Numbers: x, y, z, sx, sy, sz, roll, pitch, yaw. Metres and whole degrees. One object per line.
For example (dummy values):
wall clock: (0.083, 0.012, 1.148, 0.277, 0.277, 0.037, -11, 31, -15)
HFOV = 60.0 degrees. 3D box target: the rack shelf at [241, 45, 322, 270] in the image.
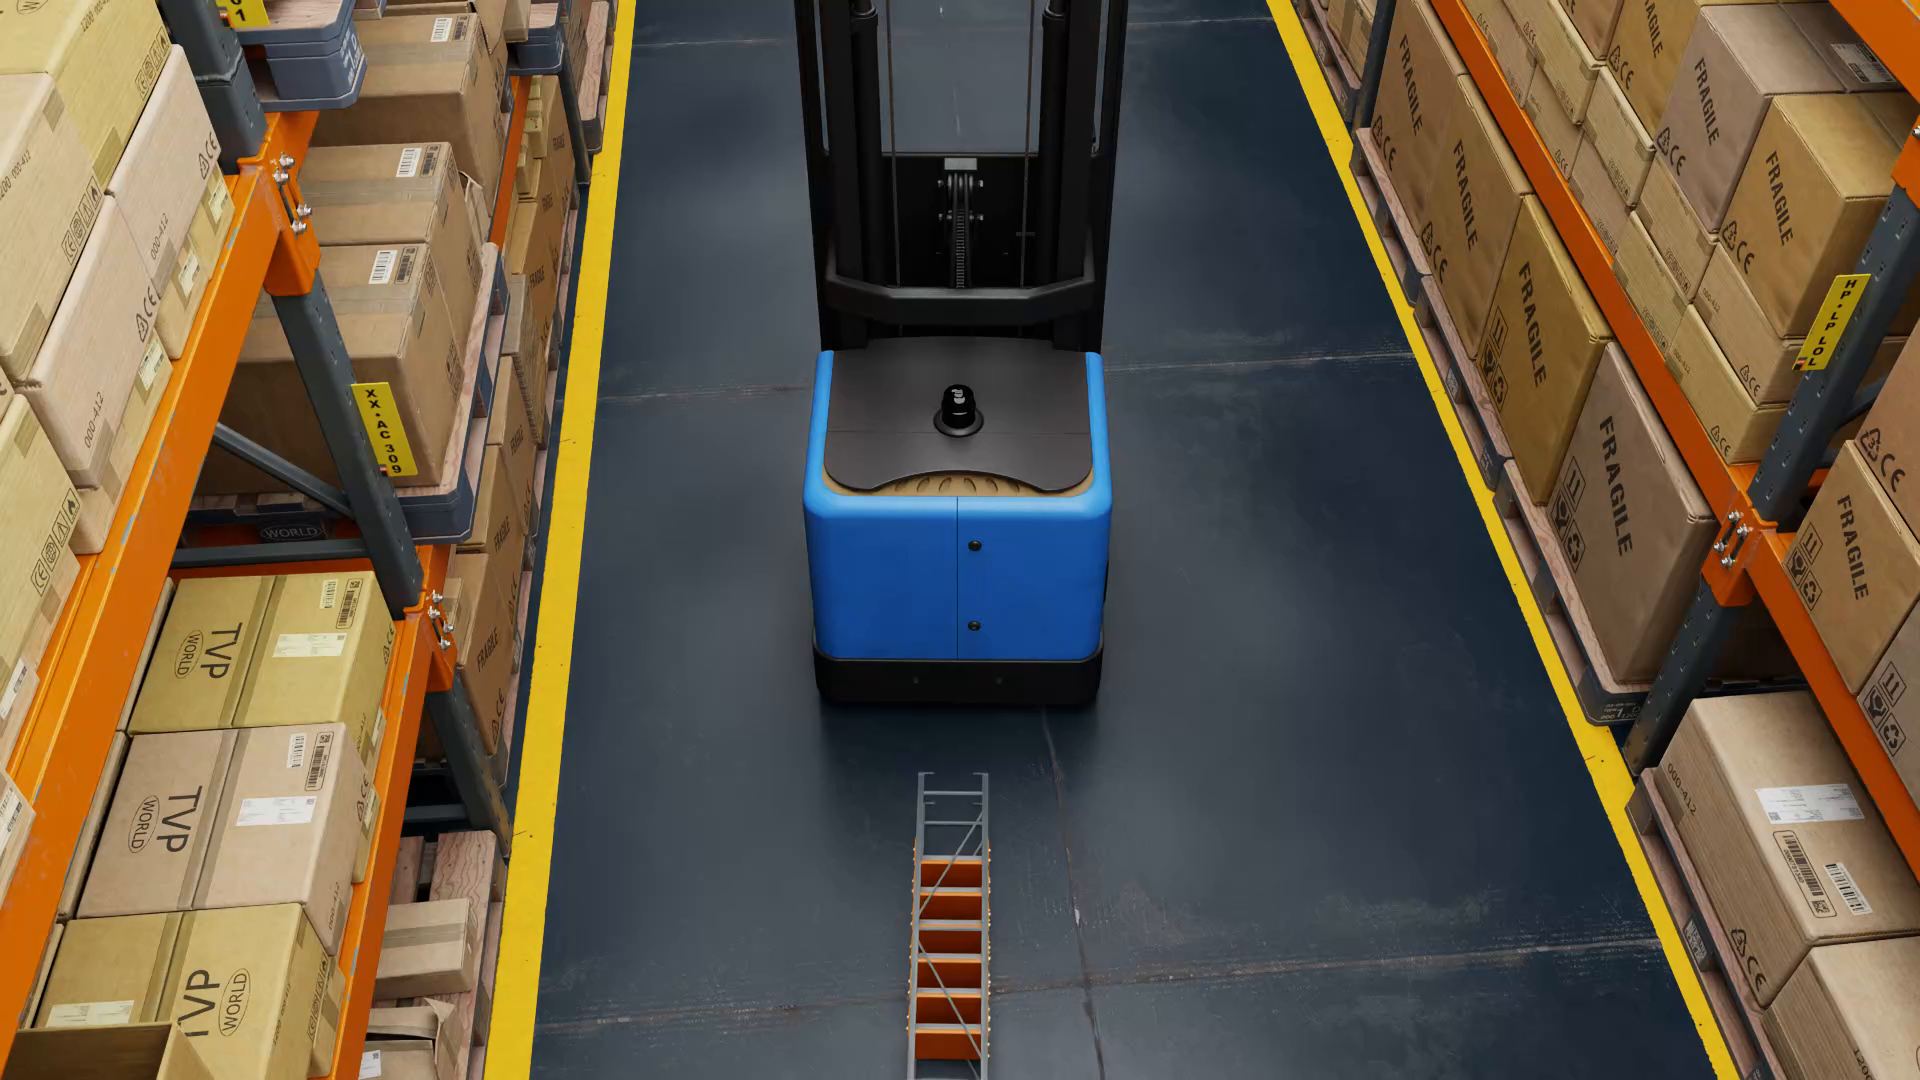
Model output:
rack shelf: (-2.217, -2.181, 5.179, 1.077, 0.370, 4.000, -3, 47, -3)

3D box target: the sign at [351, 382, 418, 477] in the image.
sign: (-1.510, -0.286, 4.359, 0.100, 0.325, 0.005, -3, 47, -3)

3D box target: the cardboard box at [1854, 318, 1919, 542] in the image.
cardboard box: (2.695, -0.273, 4.185, 0.500, 0.500, 0.500, -3, 47, -3)

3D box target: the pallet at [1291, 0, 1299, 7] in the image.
pallet: (2.398, -3.635, 10.048, 1.003, 0.211, 1.213, -3, 47, -3)

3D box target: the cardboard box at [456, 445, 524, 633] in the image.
cardboard box: (-1.920, 0.017, 6.100, 0.500, 0.500, 0.500, -4, 47, -4)

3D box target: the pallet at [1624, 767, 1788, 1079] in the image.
pallet: (2.882, 1.260, 5.412, 1.003, 0.211, 1.213, -3, 47, -3)

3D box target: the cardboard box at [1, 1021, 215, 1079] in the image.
cardboard box: (-1.610, 1.206, 2.924, 0.500, 0.500, 0.500, -2, 47, -2)

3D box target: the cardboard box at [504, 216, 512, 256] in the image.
cardboard box: (-2.061, -1.247, 6.851, 0.380, 0.149, 0.250, -4, 47, -4)

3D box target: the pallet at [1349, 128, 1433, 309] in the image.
pallet: (2.552, -1.614, 8.134, 1.003, 0.211, 1.213, -3, 47, -3)

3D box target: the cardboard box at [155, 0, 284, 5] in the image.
cardboard box: (-1.679, -1.314, 3.677, 0.380, 0.149, 0.250, -3, 47, -3)

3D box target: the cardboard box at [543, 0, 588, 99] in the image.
cardboard box: (-2.423, -2.624, 8.515, 0.875, 0.625, 0.625, -2, 47, -2)

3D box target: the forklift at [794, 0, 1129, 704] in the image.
forklift: (0.006, -1.461, 6.115, 1.130, 2.935, 3.031, 0, 47, 0)

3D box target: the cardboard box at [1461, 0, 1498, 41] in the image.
cardboard box: (2.412, -2.357, 7.020, 0.500, 0.250, 0.500, -5, 47, -4)

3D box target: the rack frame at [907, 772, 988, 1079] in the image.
rack frame: (-0.031, 1.240, 5.315, 0.240, 0.006, 1.200, 1, 47, 1)

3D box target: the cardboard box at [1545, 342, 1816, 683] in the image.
cardboard box: (2.765, -0.112, 5.964, 0.875, 0.875, 0.875, -2, 47, -2)

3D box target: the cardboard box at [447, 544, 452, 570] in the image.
cardboard box: (-1.884, -0.021, 5.485, 0.380, 0.149, 0.250, -6, 47, -5)

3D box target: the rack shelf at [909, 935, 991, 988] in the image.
rack shelf: (-0.032, 1.358, 5.330, 0.258, 0.180, 0.103, 1, 47, 1)

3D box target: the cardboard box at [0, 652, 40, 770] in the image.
cardboard box: (-1.658, 0.275, 2.531, 0.380, 0.149, 0.250, -3, 47, -3)

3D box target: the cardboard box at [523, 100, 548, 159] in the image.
cardboard box: (-2.037, -1.814, 7.388, 0.380, 0.149, 0.250, -6, 47, -5)

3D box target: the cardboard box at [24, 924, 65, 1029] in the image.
cardboard box: (-2.187, 1.110, 3.531, 0.500, 0.250, 0.500, -3, 47, -2)

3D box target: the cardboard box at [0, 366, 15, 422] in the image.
cardboard box: (-1.682, -0.120, 2.285, 0.500, 0.250, 0.500, -3, 47, -3)

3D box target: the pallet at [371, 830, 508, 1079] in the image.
pallet: (-1.993, 1.506, 5.178, 1.003, 0.211, 1.213, -3, 47, -3)

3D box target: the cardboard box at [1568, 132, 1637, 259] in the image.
cardboard box: (2.543, -1.247, 5.968, 0.500, 0.250, 0.500, -5, 47, -4)

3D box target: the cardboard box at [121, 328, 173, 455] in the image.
cardboard box: (-1.694, -0.281, 3.057, 0.380, 0.149, 0.250, -2, 47, -2)

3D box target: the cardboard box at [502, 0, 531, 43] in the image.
cardboard box: (-1.974, -2.193, 6.575, 0.500, 0.250, 0.500, -5, 47, -5)

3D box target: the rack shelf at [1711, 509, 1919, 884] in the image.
rack shelf: (3.064, 1.440, 3.816, 1.077, 0.370, 4.000, -3, 47, -3)

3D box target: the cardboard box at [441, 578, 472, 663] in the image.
cardboard box: (-1.815, 0.267, 5.417, 0.380, 0.149, 0.250, -1, 47, -1)

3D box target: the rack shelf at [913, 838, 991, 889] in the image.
rack shelf: (-0.027, 1.095, 5.576, 0.258, 0.180, 0.103, 1, 47, 1)

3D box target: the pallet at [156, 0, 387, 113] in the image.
pallet: (-2.034, -1.393, 4.067, 1.213, 0.211, 1.003, -3, 47, -3)

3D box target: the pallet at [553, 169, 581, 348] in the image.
pallet: (-2.360, -1.342, 7.876, 1.003, 0.211, 1.213, -3, 47, -3)

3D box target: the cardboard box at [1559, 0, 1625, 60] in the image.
cardboard box: (2.477, -2.056, 5.874, 0.500, 0.500, 0.500, -3, 47, -3)

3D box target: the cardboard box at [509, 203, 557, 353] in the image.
cardboard box: (-2.057, -1.095, 7.153, 0.500, 0.500, 0.500, -2, 47, -2)

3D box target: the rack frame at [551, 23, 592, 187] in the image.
rack frame: (-2.385, -2.844, 7.377, 1.000, 3.000, 0.127, -3, 47, -3)

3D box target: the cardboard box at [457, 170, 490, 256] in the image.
cardboard box: (-1.784, -1.077, 5.507, 0.396, 0.266, 0.258, -1, 47, -1)

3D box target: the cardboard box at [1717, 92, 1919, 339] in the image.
cardboard box: (2.609, -0.940, 4.817, 0.500, 0.500, 0.500, -2, 47, -2)

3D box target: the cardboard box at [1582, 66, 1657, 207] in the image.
cardboard box: (2.518, -1.414, 5.783, 0.500, 0.250, 0.500, -2, 47, -2)

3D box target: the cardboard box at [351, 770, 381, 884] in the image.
cardboard box: (-1.682, 0.726, 4.170, 0.380, 0.149, 0.250, -2, 47, -2)

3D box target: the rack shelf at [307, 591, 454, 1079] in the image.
rack shelf: (-1.882, 1.745, 3.527, 1.077, 0.370, 4.000, -3, 47, -3)

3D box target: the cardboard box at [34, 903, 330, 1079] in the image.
cardboard box: (-1.679, 1.076, 3.563, 0.500, 0.250, 0.500, -4, 47, -4)

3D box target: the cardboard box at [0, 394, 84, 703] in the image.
cardboard box: (-1.674, 0.049, 2.470, 0.500, 0.250, 0.500, -3, 47, -2)

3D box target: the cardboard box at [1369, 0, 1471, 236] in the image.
cardboard box: (2.536, -2.057, 7.807, 0.875, 0.875, 0.875, -4, 47, -4)

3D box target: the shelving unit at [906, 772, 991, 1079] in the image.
shelving unit: (-0.031, 1.302, 5.382, 0.258, 0.189, 1.200, 1, 47, 1)
